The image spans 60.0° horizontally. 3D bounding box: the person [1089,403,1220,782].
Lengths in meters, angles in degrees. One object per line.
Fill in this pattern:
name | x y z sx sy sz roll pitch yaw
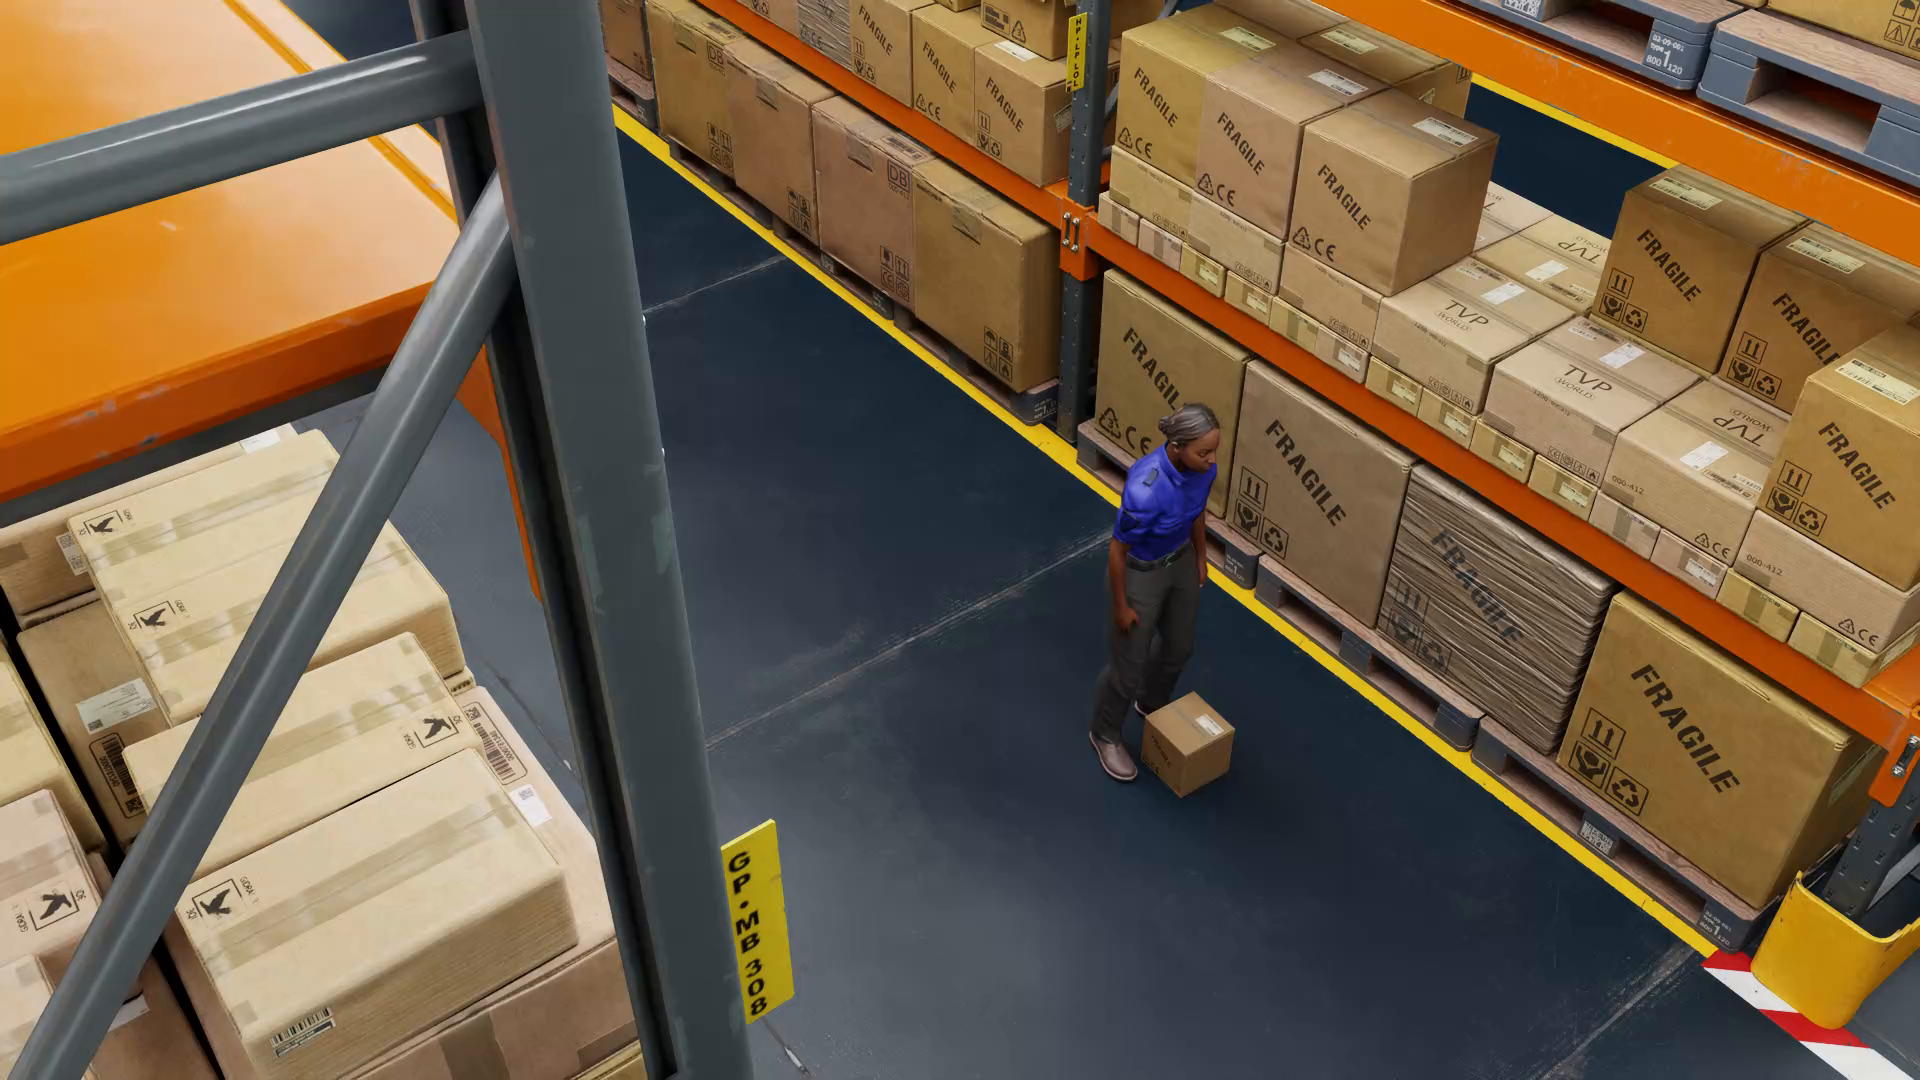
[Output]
person | 0.738 0.157 6.238 0.533 1.654 0.352 -30 49 -30
